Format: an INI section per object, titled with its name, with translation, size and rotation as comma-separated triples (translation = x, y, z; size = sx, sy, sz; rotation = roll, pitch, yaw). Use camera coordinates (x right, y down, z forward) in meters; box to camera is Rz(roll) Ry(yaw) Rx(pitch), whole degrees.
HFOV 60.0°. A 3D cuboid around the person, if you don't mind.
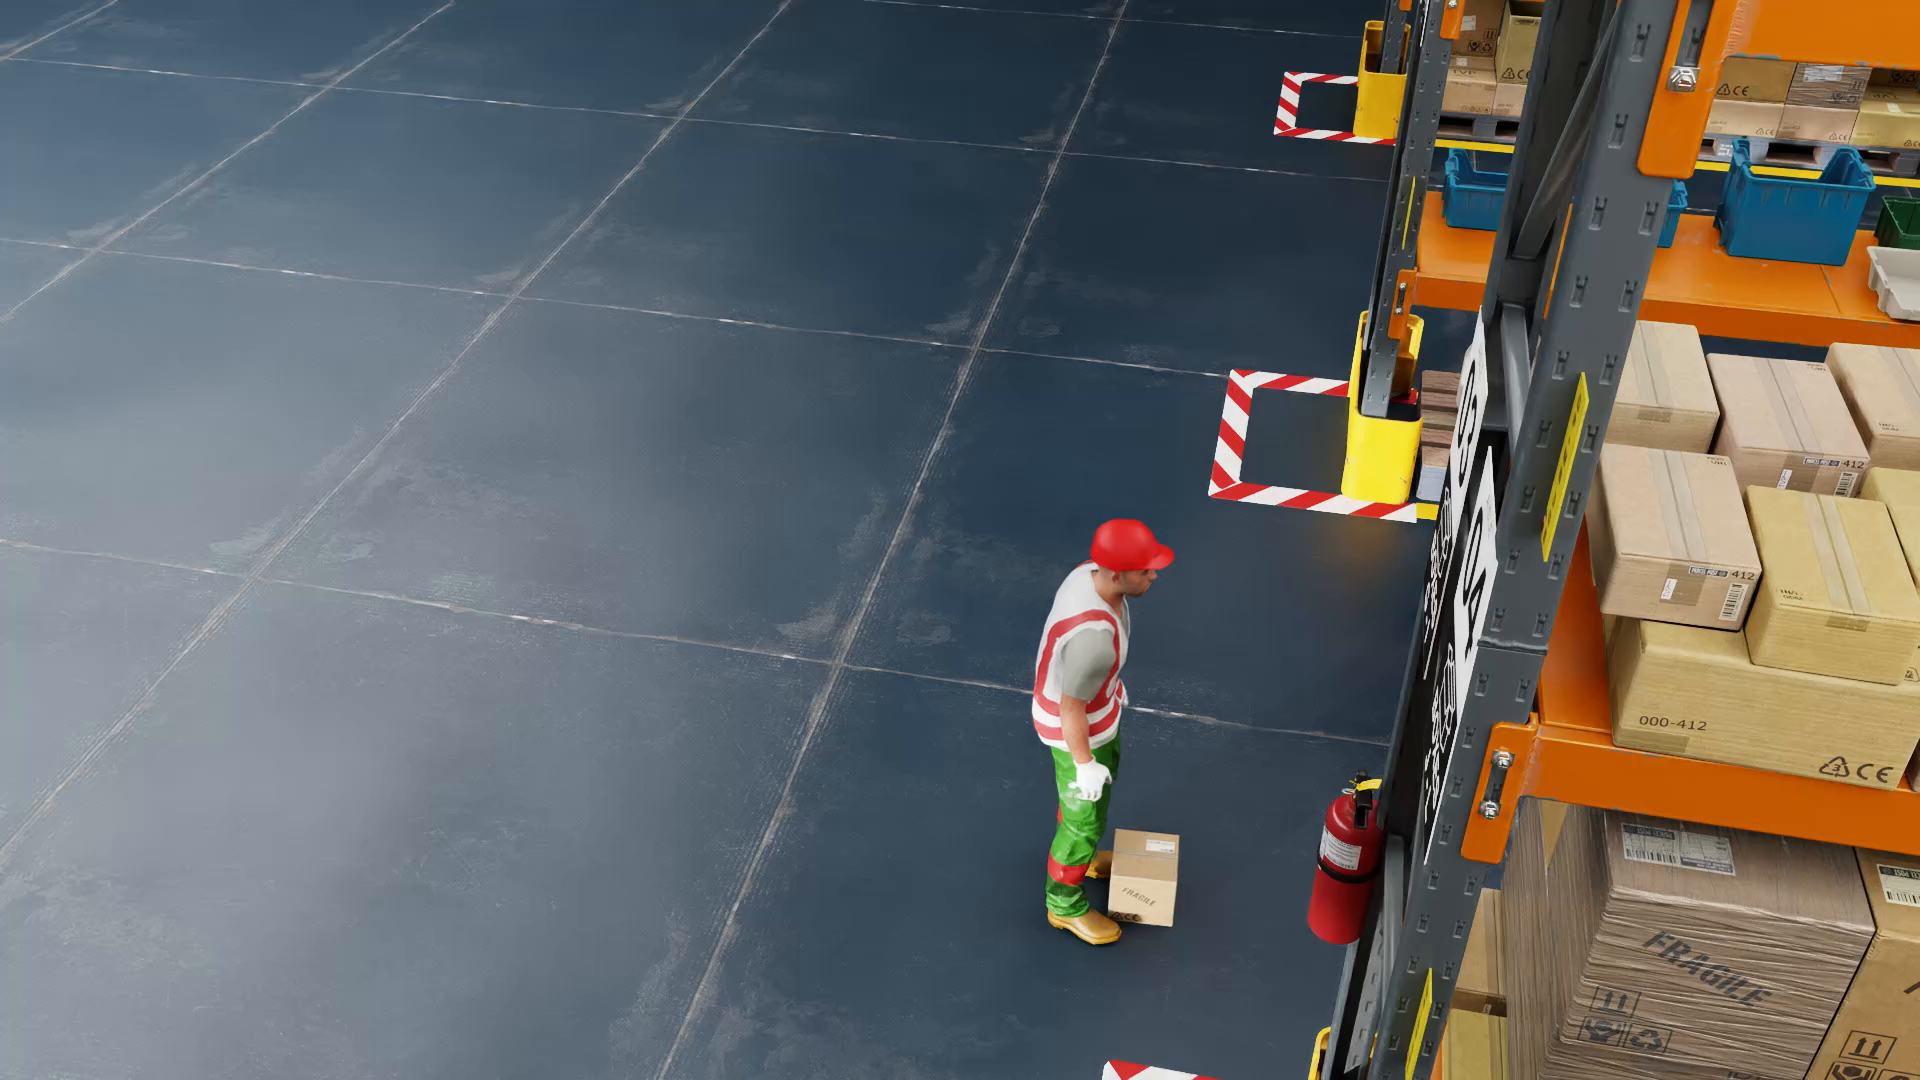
[person]
translation = 0.493, 0.666, 6.045
size = 0.452, 1.779, 0.608
rotation = 7, 37, 10
